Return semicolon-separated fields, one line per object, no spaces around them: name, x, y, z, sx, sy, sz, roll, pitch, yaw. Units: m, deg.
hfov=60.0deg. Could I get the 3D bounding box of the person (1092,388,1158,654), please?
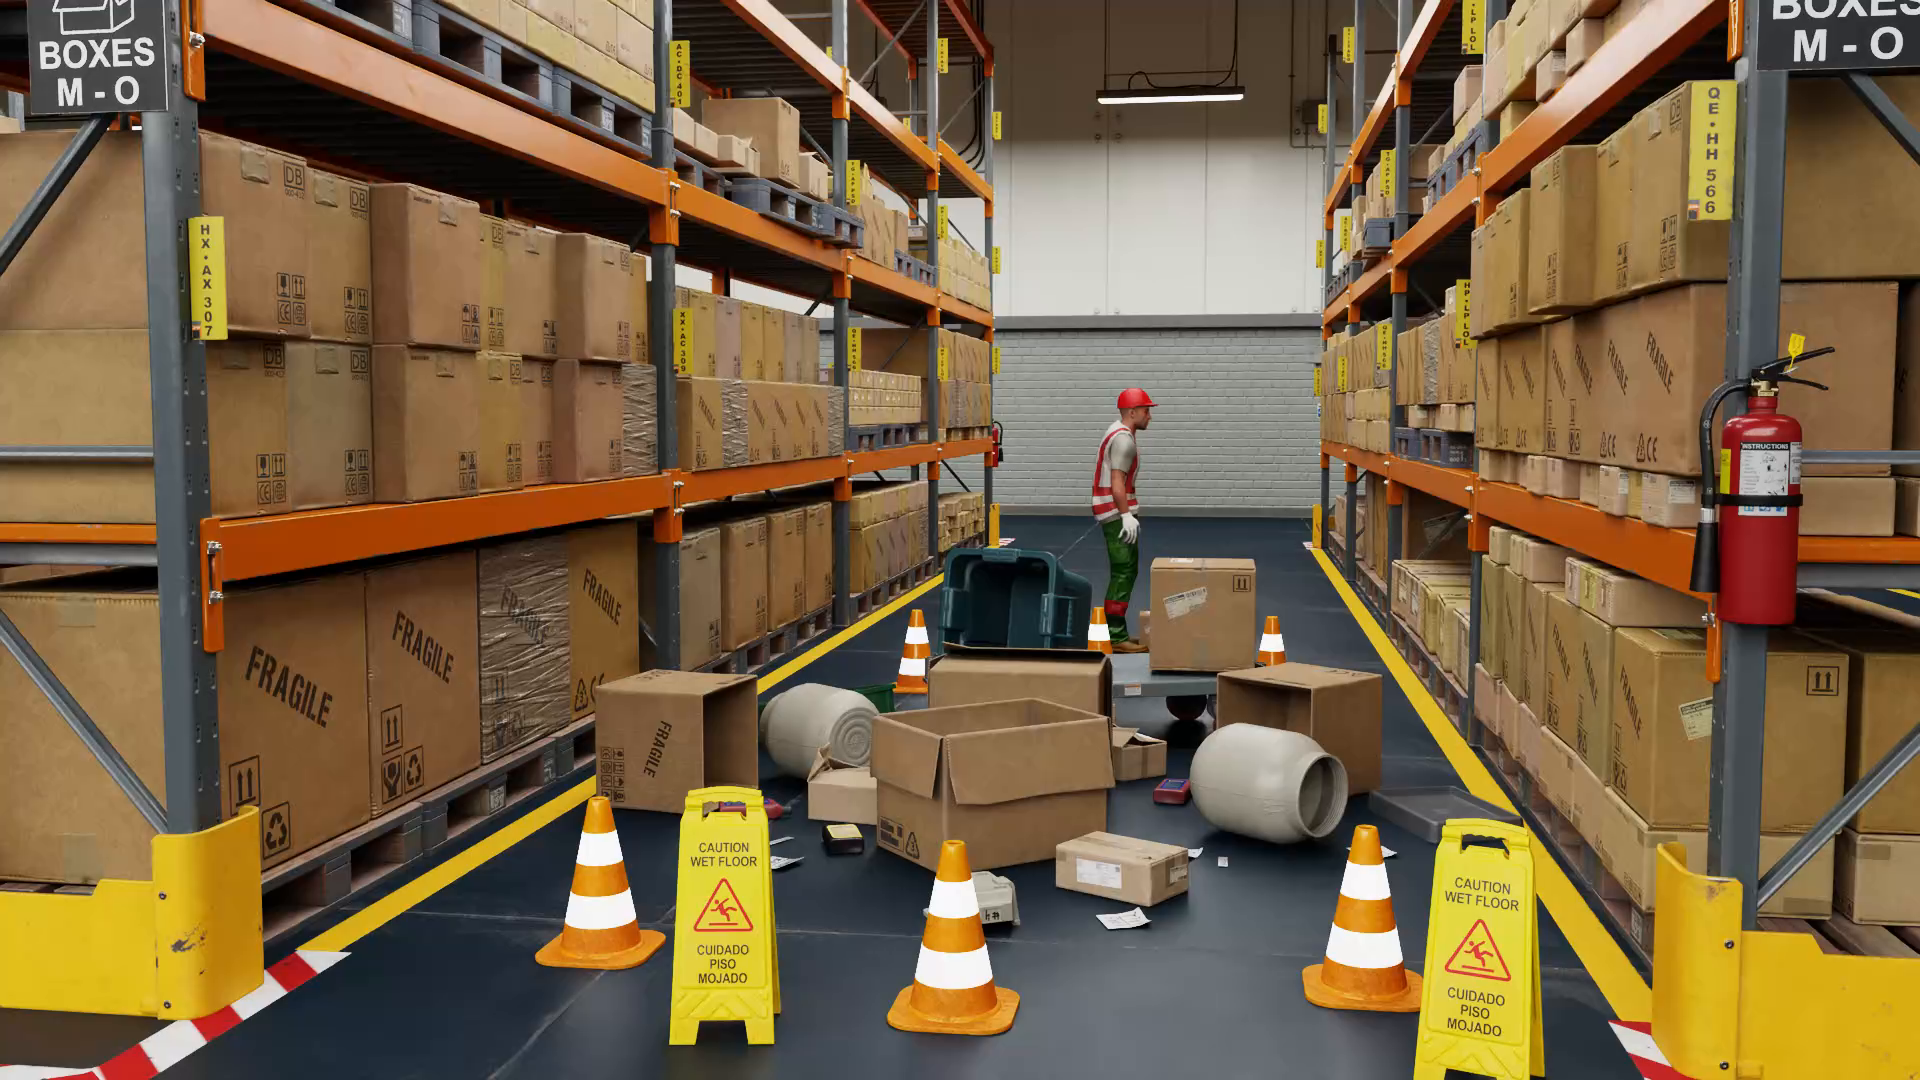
person;1.120;-0.140;11.292;0.447;1.780;0.623;0;4;6
